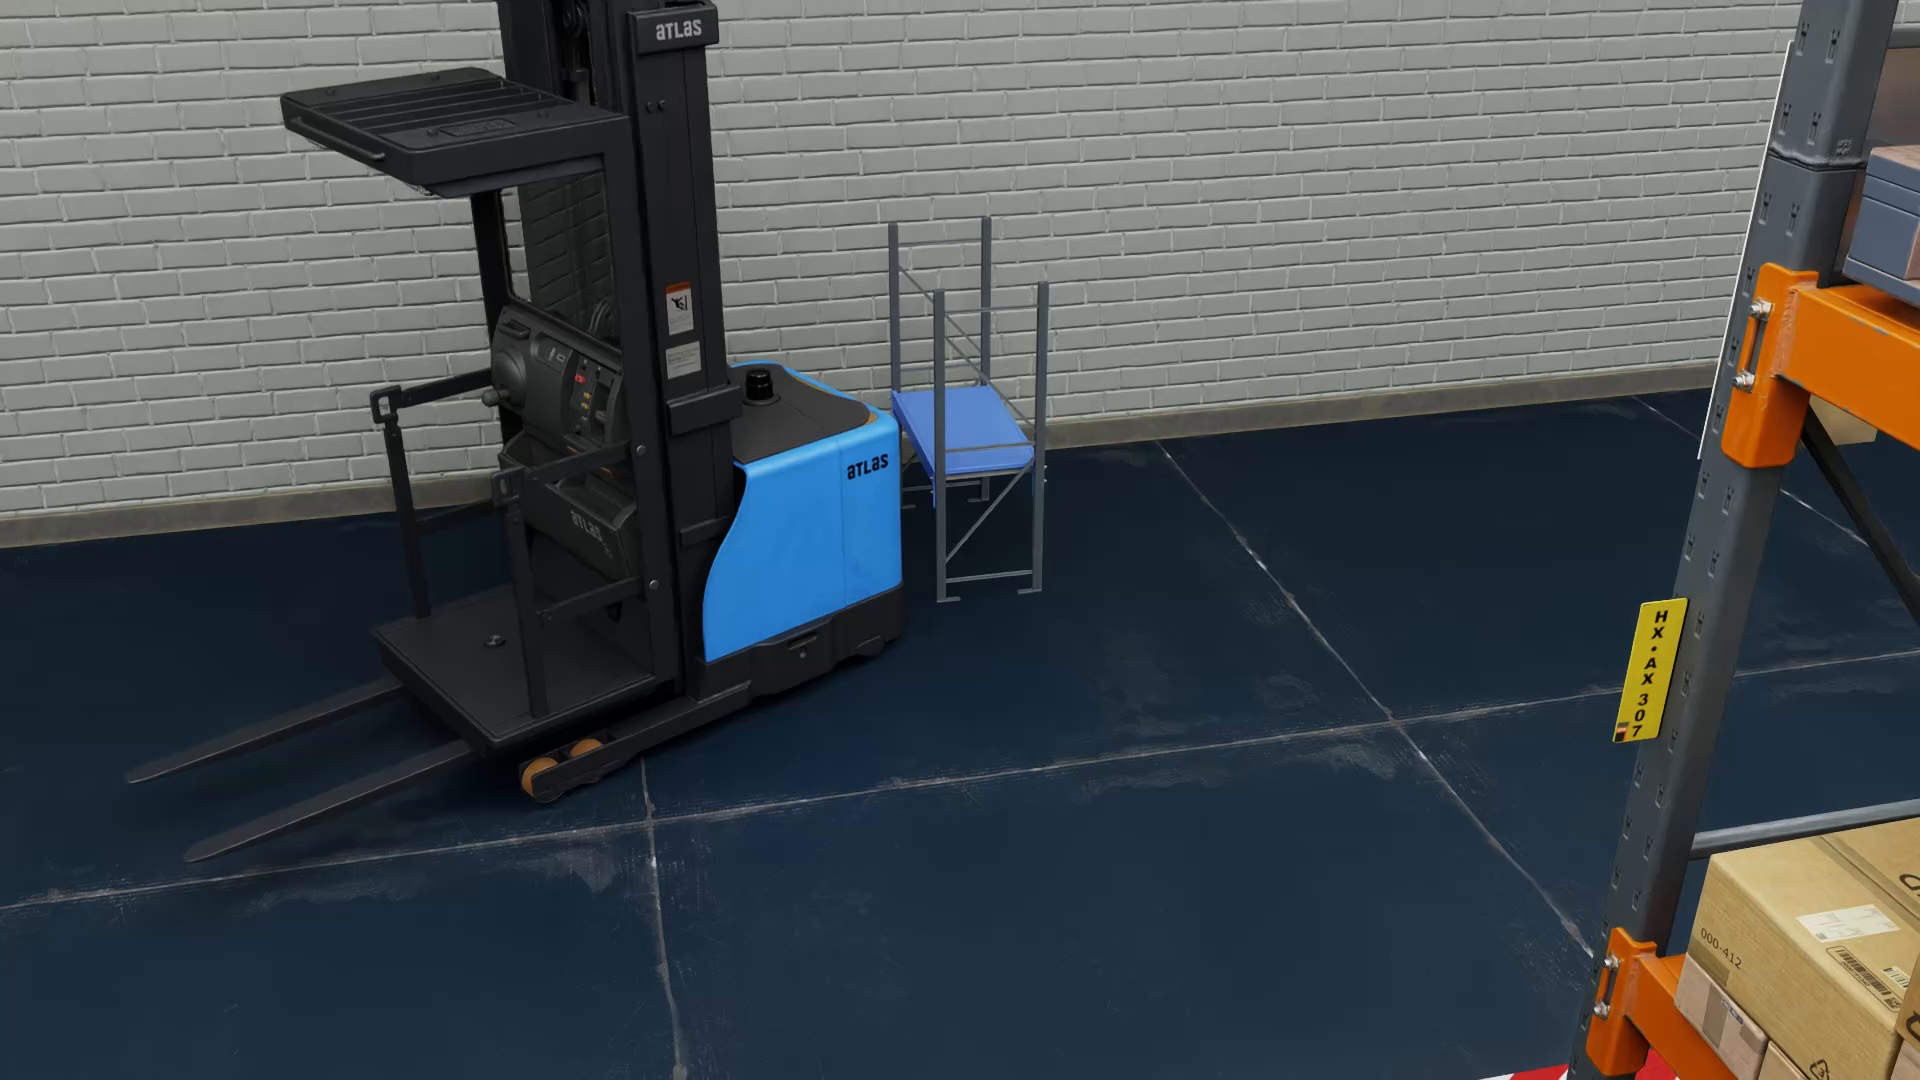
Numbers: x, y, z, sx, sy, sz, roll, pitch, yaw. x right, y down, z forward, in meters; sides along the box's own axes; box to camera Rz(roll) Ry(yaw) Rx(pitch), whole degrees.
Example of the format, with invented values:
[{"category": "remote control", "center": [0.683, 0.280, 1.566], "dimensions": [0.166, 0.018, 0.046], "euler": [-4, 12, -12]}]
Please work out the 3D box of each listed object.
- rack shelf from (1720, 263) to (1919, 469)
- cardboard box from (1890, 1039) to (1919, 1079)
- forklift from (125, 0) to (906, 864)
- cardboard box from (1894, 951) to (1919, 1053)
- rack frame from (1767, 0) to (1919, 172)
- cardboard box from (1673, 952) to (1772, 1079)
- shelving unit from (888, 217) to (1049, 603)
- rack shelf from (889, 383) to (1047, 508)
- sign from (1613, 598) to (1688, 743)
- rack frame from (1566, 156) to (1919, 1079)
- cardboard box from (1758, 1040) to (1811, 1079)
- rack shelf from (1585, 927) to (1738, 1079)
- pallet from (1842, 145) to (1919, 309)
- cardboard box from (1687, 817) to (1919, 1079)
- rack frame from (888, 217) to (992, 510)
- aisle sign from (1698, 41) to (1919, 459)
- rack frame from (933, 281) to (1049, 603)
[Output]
[{"category": "rack shelf", "center": [2.381, 0.494, 1.413], "dimensions": [1.077, 0.370, 4.000], "euler": [-6, 27, -12]}, {"category": "cardboard box", "center": [1.899, 1.033, 2.710], "dimensions": [0.500, 0.250, 0.500], "euler": [-6, 27, -12]}, {"category": "forklift", "center": [-1.681, -0.583, 6.152], "dimensions": [3.031, 2.935, 1.130], "euler": [-21, 34, -36]}, {"category": "cardboard box", "center": [1.888, 0.691, 2.557], "dimensions": [0.500, 0.500, 0.500], "euler": [-7, 28, -13]}, {"category": "rack frame", "center": [1.930, -2.045, 2.314], "dimensions": [1.000, 3.000, 0.127], "euler": [-6, 27, -12]}, {"category": "cardboard box", "center": [1.688, 0.935, 3.347], "dimensions": [0.380, 0.149, 0.250], "euler": [-6, 27, -11]}, {"category": "shelving unit", "center": [0.019, -0.632, 7.838], "dimensions": [0.538, 1.500, 1.048], "euler": [-6, 27, -12]}, {"category": "rack shelf", "center": [0.019, -0.472, 7.919], "dimensions": [0.538, 0.185, 1.000], "euler": [-6, 27, -12]}, {"category": "sign", "center": [1.388, 0.265, 3.347], "dimensions": [0.100, 0.325, 0.005], "euler": [-6, 27, -12]}, {"category": "rack frame", "center": [1.930, 0.633, 3.666], "dimensions": [1.000, 3.000, 0.127], "euler": [-6, 27, -12]}, {"category": "cardboard box", "center": [1.748, 1.047, 3.125], "dimensions": [0.380, 0.149, 0.250], "euler": [-6, 27, -12]}, {"category": "rack shelf", "center": [2.381, 1.833, 2.089], "dimensions": [1.077, 0.370, 4.000], "euler": [-6, 27, -12]}, {"category": "pallet", "center": [2.107, -0.341, 2.367], "dimensions": [1.003, 0.211, 1.213], "euler": [-6, 27, -12]}, {"category": "cardboard box", "center": [1.775, 0.806, 3.161], "dimensions": [0.500, 0.250, 0.500], "euler": [-7, 28, -13]}, {"category": "rack frame", "center": [-0.095, -0.855, 8.280], "dimensions": [0.500, 1.500, 0.032], "euler": [-6, 27, -12]}, {"category": "aisle sign", "center": [1.621, -0.528, 3.082], "dimensions": [0.394, 0.787, 0.004], "euler": [-6, 27, -12]}, {"category": "rack frame", "center": [0.134, -0.409, 7.396], "dimensions": [0.500, 1.500, 0.032], "euler": [-6, 27, -12]}]
